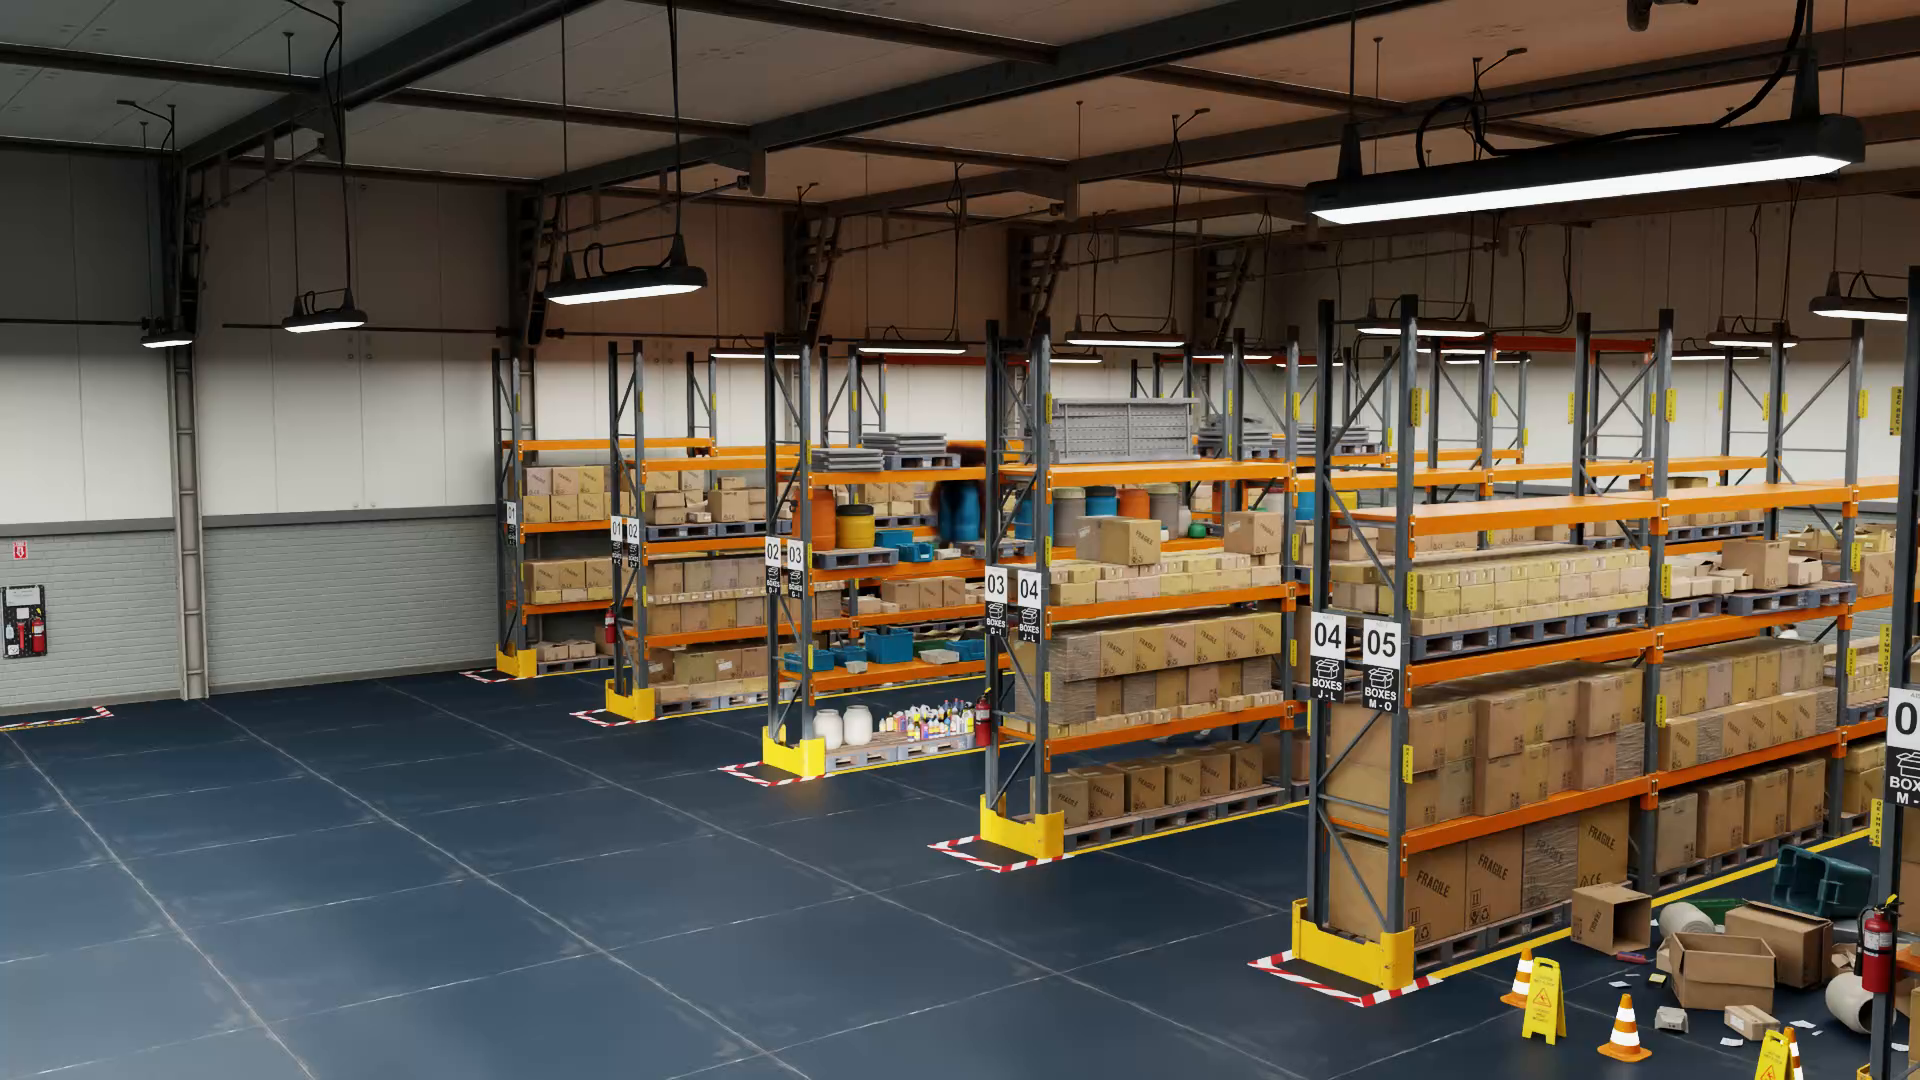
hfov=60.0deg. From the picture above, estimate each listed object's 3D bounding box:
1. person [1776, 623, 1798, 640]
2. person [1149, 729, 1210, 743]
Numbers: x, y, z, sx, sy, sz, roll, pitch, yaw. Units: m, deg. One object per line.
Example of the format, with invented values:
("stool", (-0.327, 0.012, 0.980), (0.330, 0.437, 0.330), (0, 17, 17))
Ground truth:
("person", (13.023, 2.030, 26.234), (0.555, 1.677, 0.386), (-4, 7, -40))
("person", (3.302, 2.128, 24.377), (1.093, 1.708, 0.521), (-4, 6, -39))
